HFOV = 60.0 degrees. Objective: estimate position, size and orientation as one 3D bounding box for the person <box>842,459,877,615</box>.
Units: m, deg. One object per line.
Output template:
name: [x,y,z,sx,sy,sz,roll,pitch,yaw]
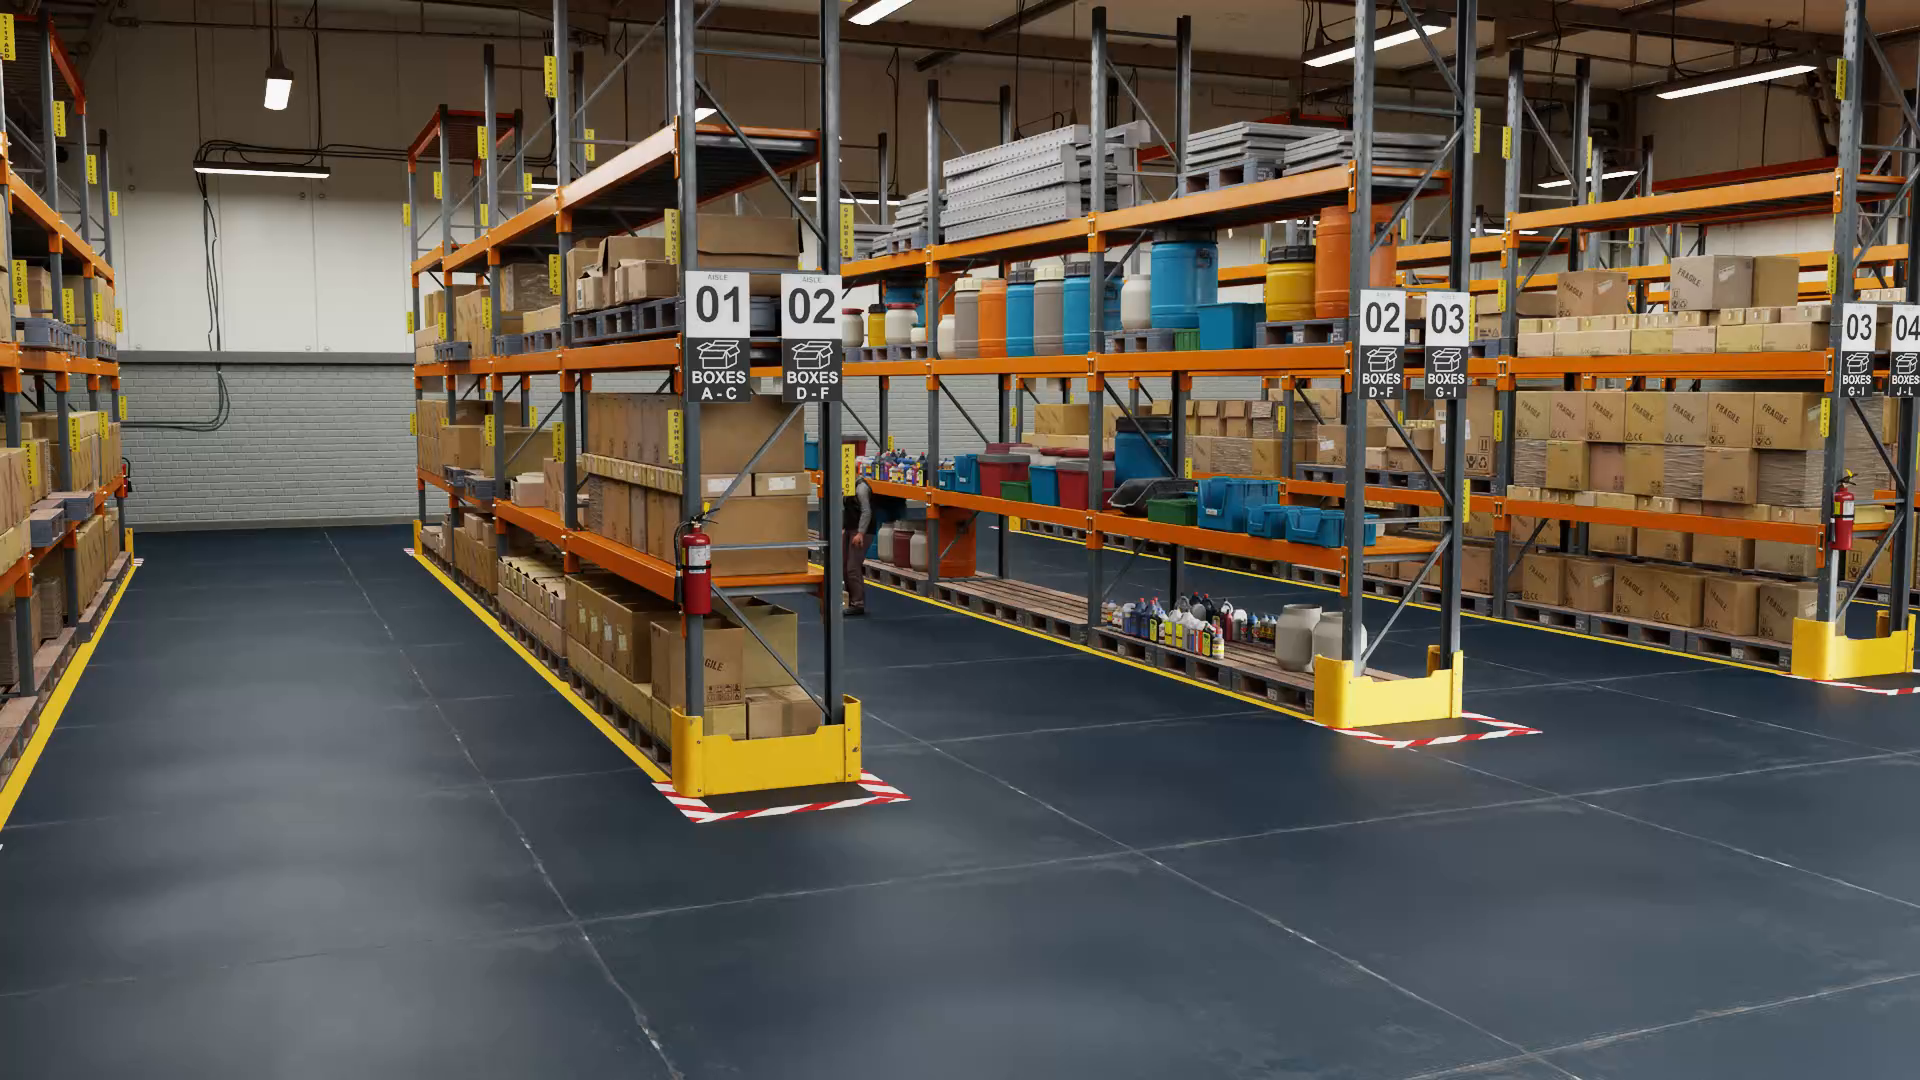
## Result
person: [-1.159,-0.051,18.355,0.460,1.721,0.580,-2,6,-23]
